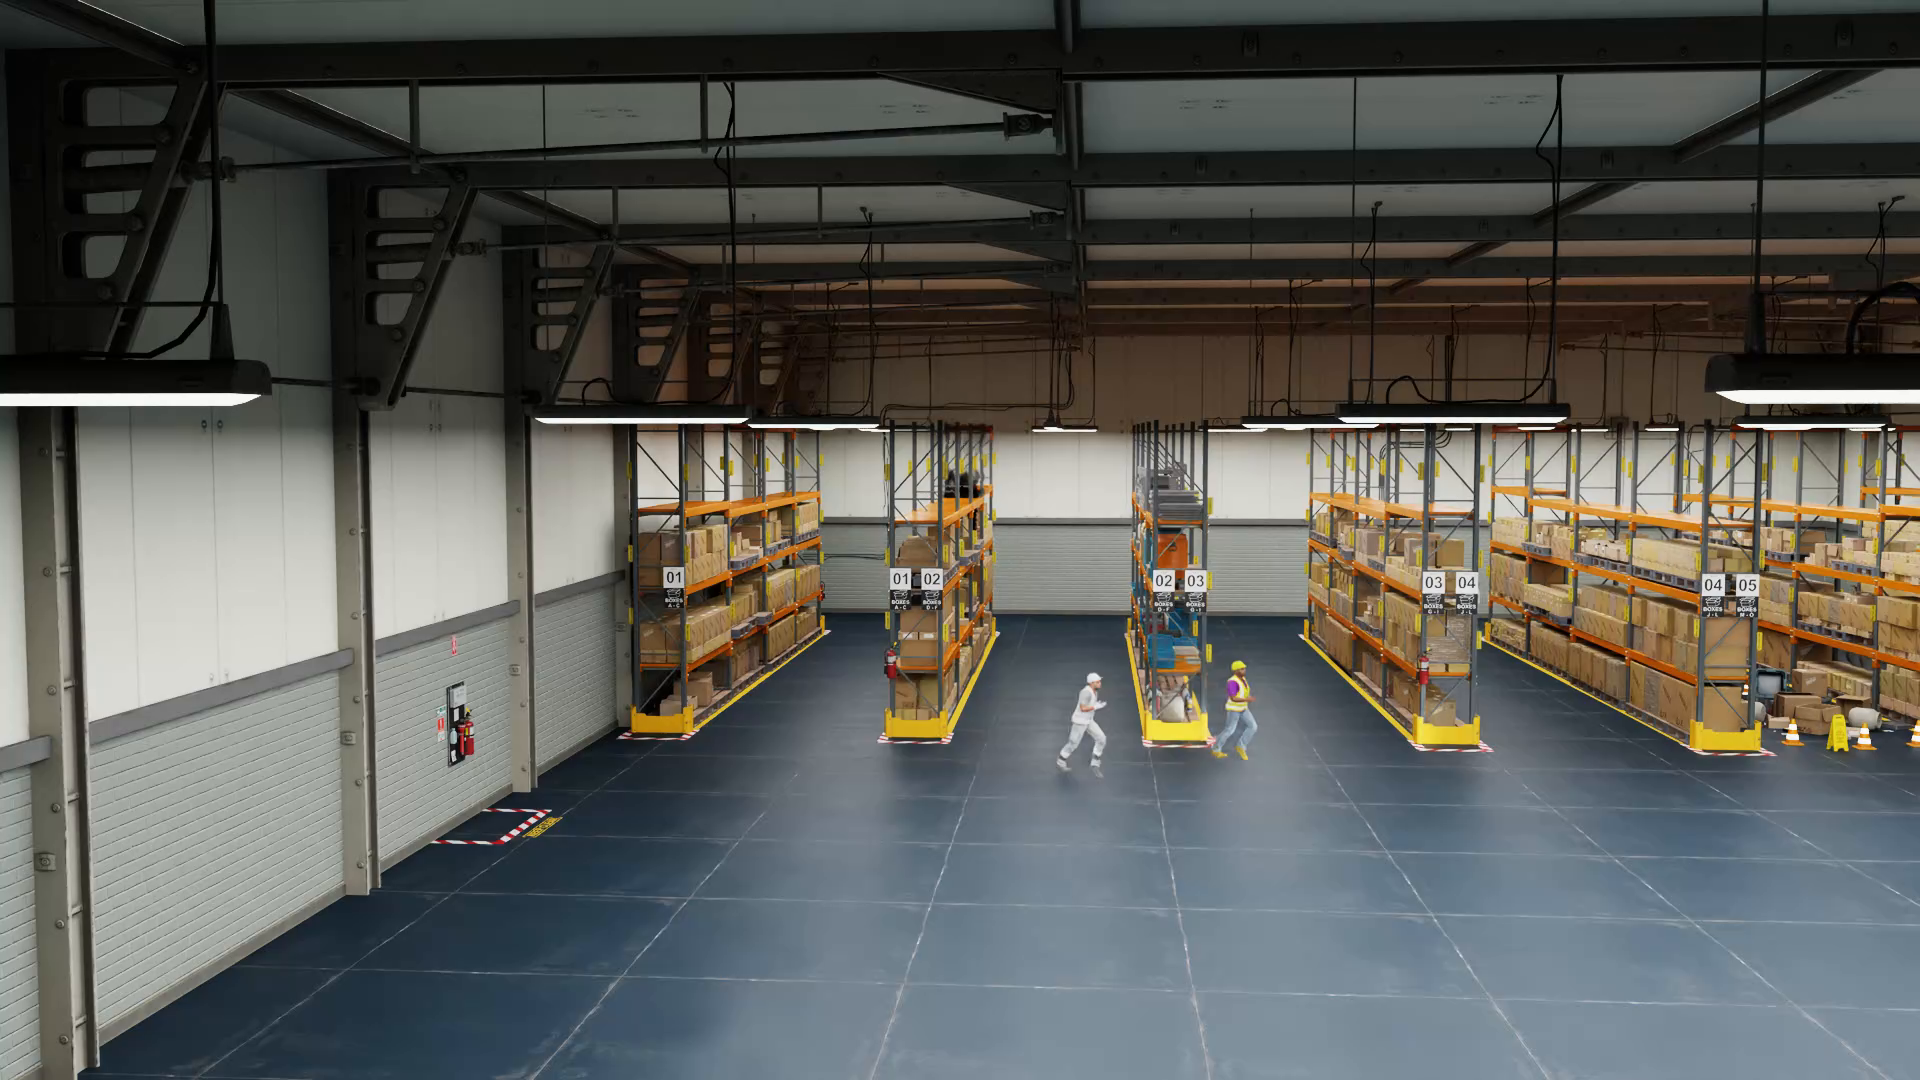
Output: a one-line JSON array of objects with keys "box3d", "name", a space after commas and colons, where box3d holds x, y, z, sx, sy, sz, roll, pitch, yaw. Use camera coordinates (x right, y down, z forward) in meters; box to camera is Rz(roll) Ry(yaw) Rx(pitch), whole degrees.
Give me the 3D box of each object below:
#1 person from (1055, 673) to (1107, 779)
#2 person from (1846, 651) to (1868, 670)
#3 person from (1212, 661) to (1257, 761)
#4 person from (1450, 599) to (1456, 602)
[{"box3d": [2.041, 3.003, 27.753, 0.938, 1.605, 0.644, 2, 4, 32], "name": "person"}, {"box3d": [21.320, 2.452, 39.507, 0.555, 1.611, 0.686, 0, 4, -1], "name": "person"}, {"box3d": [4.875, 2.993, 29.187, 0.866, 1.769, 0.715, 3, 5, 38], "name": "person"}, {"box3d": [13.504, 1.969, 46.653, 0.881, 1.617, 0.632, 3, 5, 38], "name": "person"}]
